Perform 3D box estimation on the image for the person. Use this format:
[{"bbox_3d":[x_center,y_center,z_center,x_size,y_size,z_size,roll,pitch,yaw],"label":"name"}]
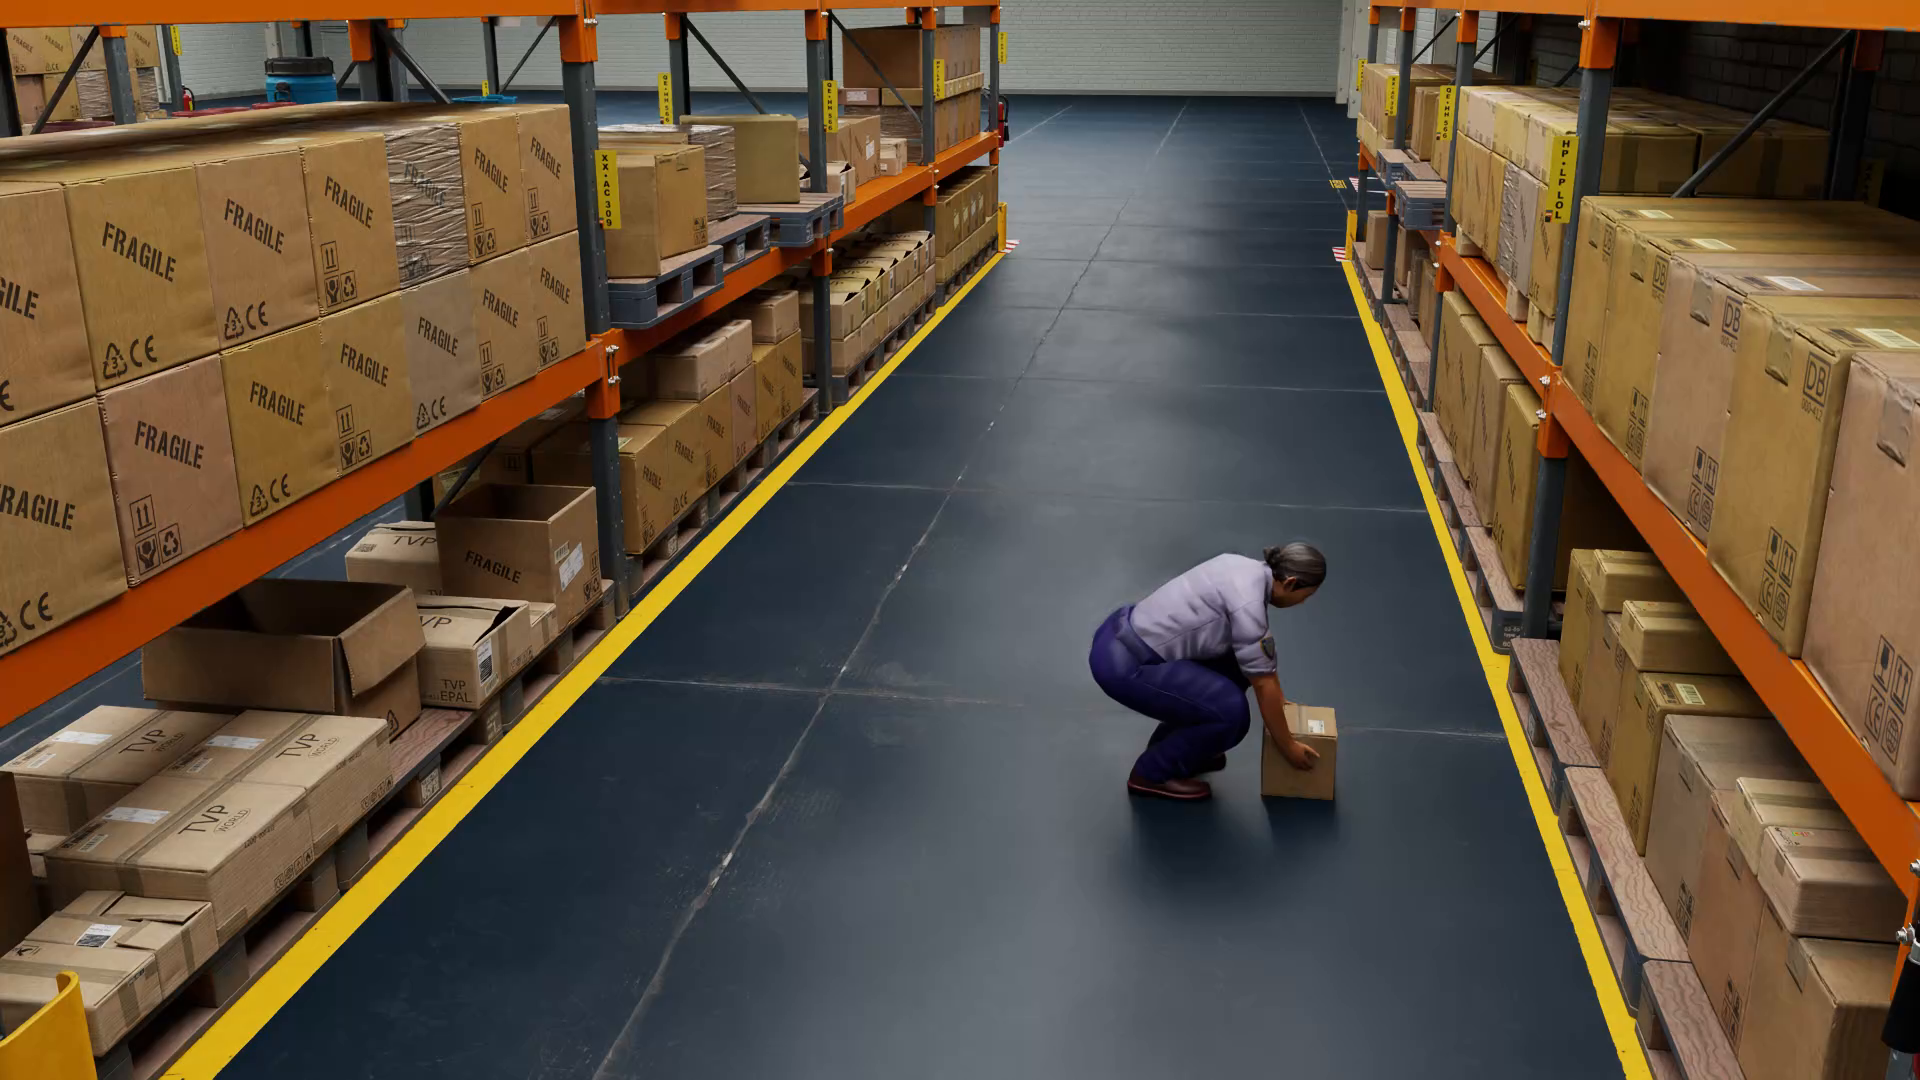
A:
[{"bbox_3d":[0.878,0.440,5.945,0.821,0.902,0.526,3,18,9],"label":"person"}]
